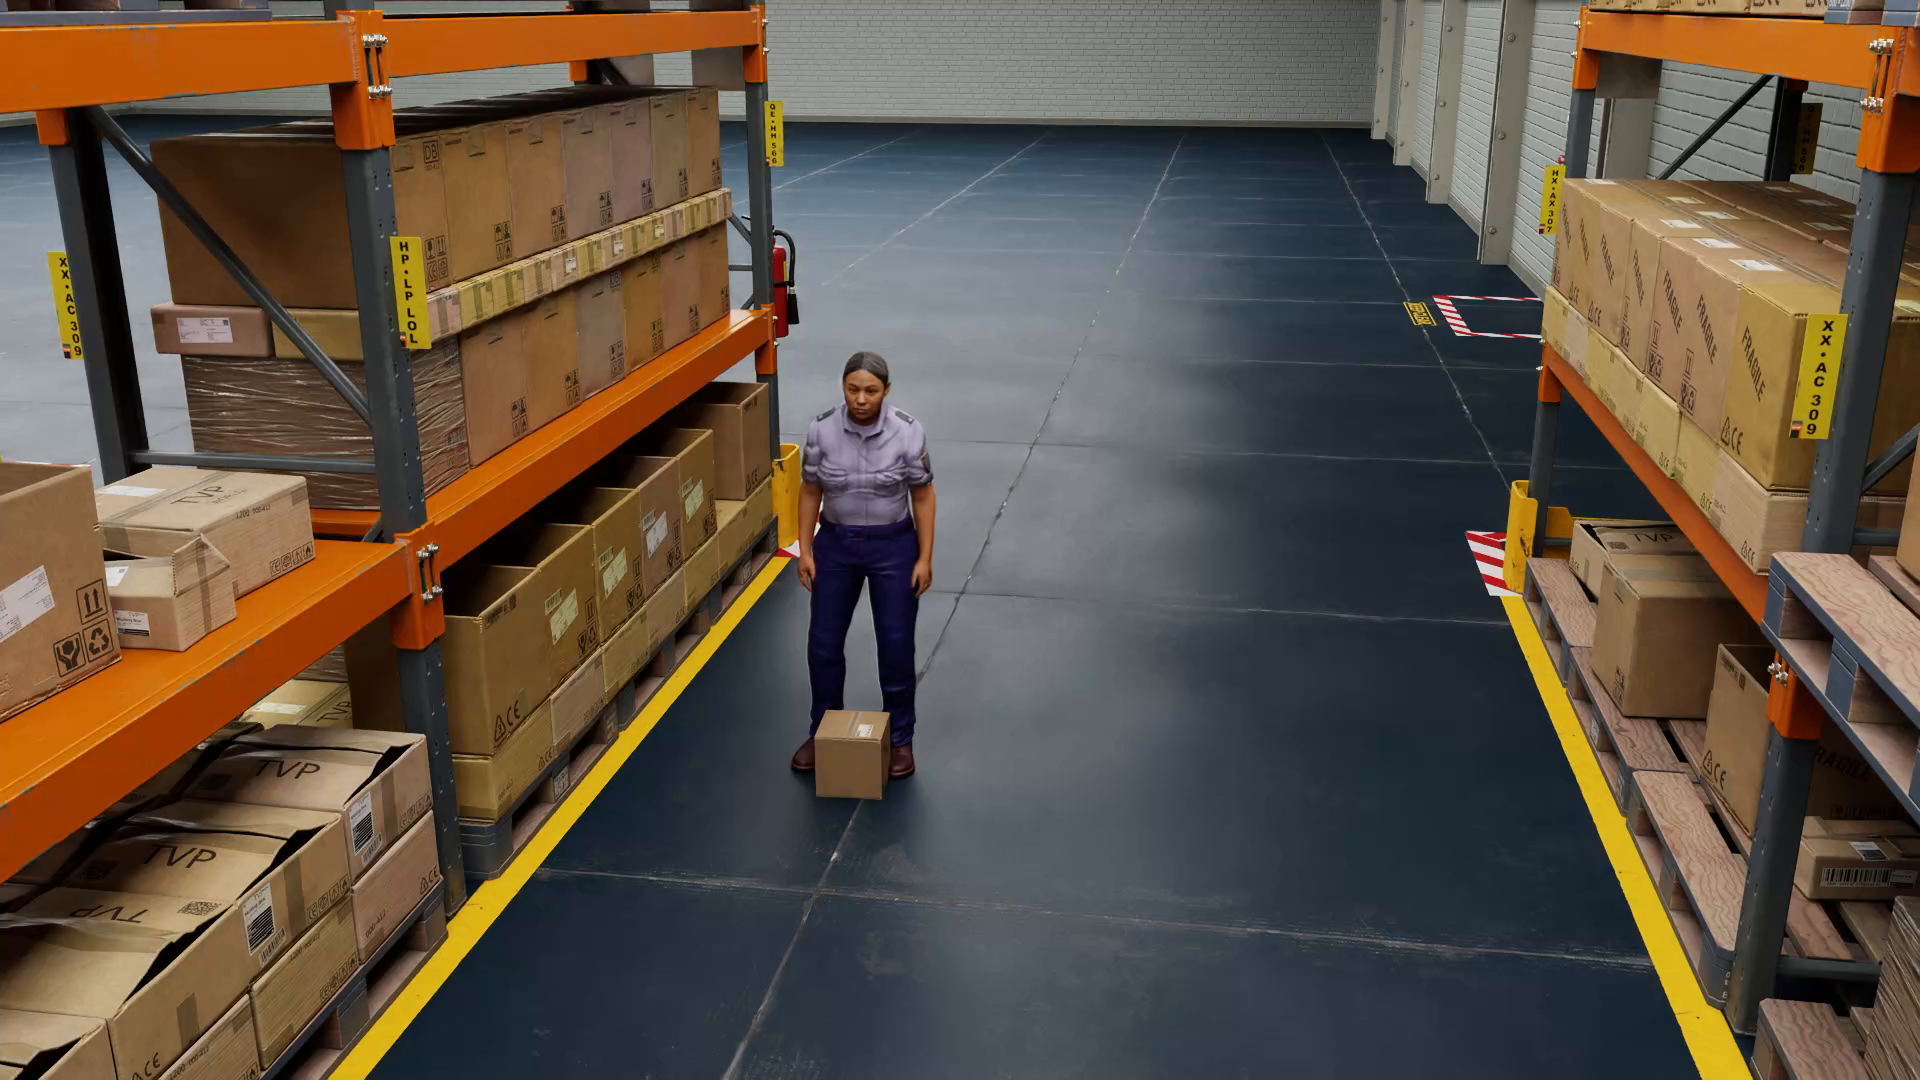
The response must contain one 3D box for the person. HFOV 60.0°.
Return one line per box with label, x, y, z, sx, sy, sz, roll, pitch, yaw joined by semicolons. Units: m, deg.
person;-0.372;0.079;6.331;0.556;1.647;0.376;2;18;6
